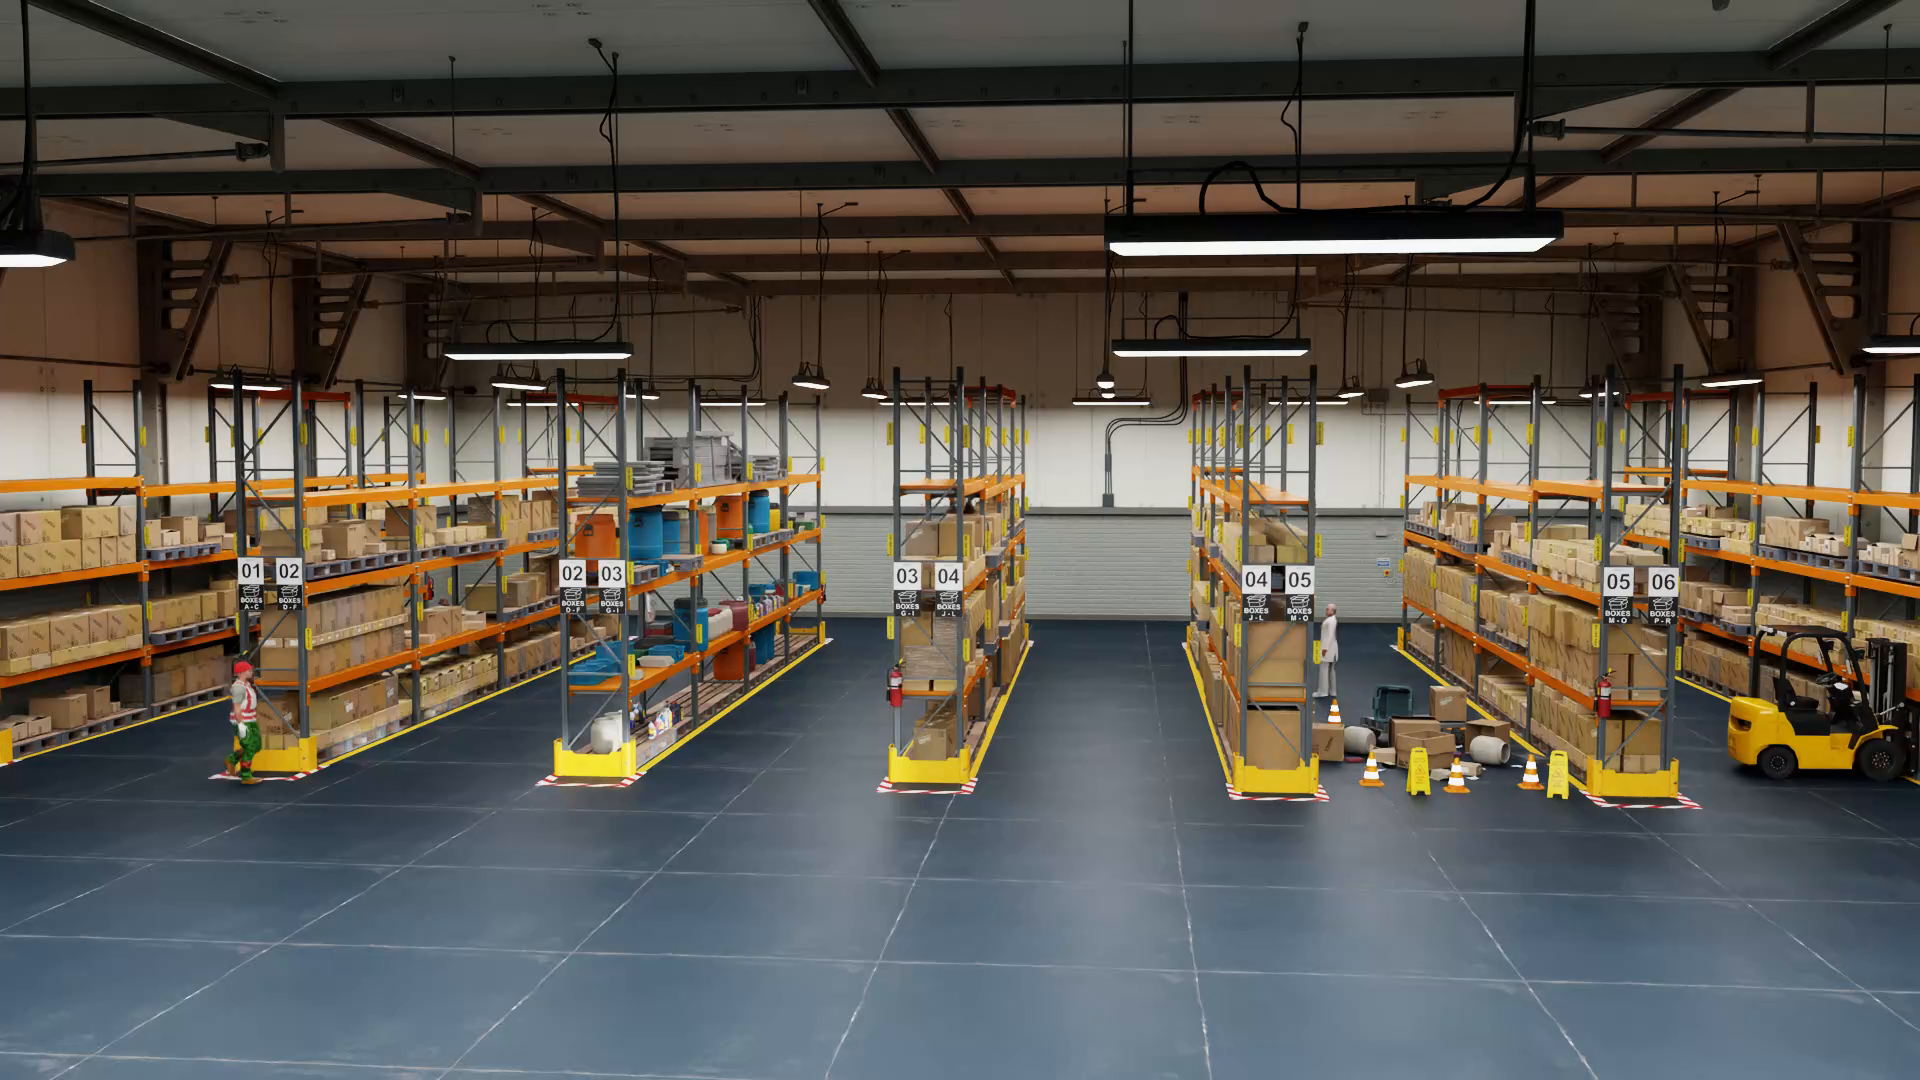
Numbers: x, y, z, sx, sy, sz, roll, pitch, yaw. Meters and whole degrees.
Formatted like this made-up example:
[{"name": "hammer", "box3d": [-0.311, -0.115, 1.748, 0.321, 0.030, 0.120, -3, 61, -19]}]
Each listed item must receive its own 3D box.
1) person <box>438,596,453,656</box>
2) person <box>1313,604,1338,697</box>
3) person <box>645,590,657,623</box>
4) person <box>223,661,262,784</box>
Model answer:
[{"name": "person", "box3d": [-10.808, 2.006, 35.000, 0.492, 1.642, 0.611, -2, 4, -31]}, {"name": "person", "box3d": [7.092, 2.127, 32.121, 0.466, 1.785, 0.633, 2, 4, 35]}, {"name": "person", "box3d": [-7.189, 1.809, 38.384, 0.415, 1.597, 0.579, 0, 4, -3]}, {"name": "person", "box3d": [-10.348, 2.620, 23.890, 0.642, 1.769, 0.602, 0, 4, 7]}]
